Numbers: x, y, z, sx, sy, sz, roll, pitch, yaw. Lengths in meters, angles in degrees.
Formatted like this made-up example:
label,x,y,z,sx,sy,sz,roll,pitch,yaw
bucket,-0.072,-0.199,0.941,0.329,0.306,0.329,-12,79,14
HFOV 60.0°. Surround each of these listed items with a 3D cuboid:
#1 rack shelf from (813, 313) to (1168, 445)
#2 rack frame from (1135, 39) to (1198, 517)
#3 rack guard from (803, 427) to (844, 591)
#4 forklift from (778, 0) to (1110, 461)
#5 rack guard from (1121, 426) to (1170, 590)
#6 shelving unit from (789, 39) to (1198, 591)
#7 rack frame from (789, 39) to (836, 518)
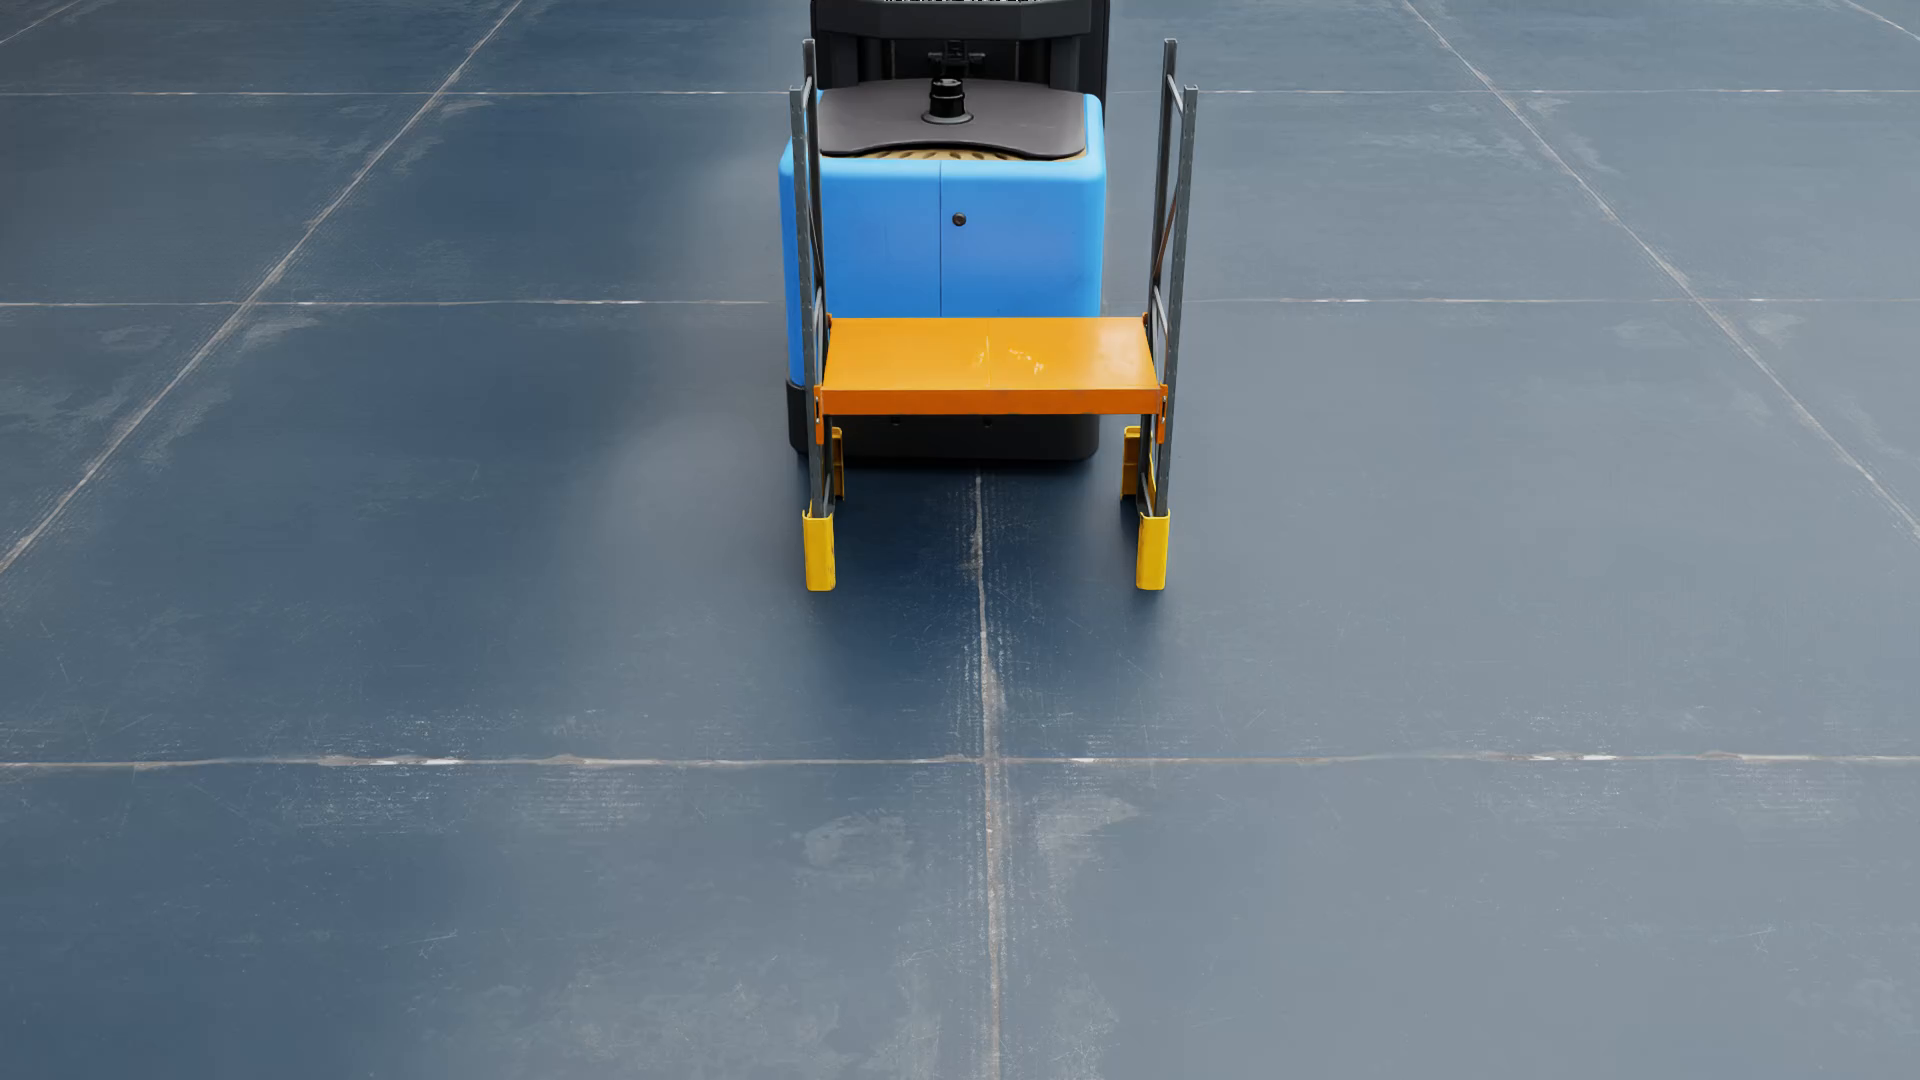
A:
label,x,y,z,sx,sy,sz,roll,pitch,yaw
rack shelf,0.085,-0.488,4.955,1.000,0.185,0.538,0,31,0
rack frame,0.594,-0.643,4.864,0.032,1.500,0.500,0,31,0
rack guard,-0.422,-0.106,5.183,0.087,0.250,0.587,0,31,0
forklift,0.012,-2.250,6.134,1.130,2.935,3.031,1,31,2
rack guard,0.574,-0.109,5.188,0.087,0.250,0.587,0,31,0
shelving unit,0.076,-0.641,4.861,1.083,1.500,0.587,0,31,0
rack frame,-0.423,-0.640,4.859,0.032,1.500,0.500,0,31,0
